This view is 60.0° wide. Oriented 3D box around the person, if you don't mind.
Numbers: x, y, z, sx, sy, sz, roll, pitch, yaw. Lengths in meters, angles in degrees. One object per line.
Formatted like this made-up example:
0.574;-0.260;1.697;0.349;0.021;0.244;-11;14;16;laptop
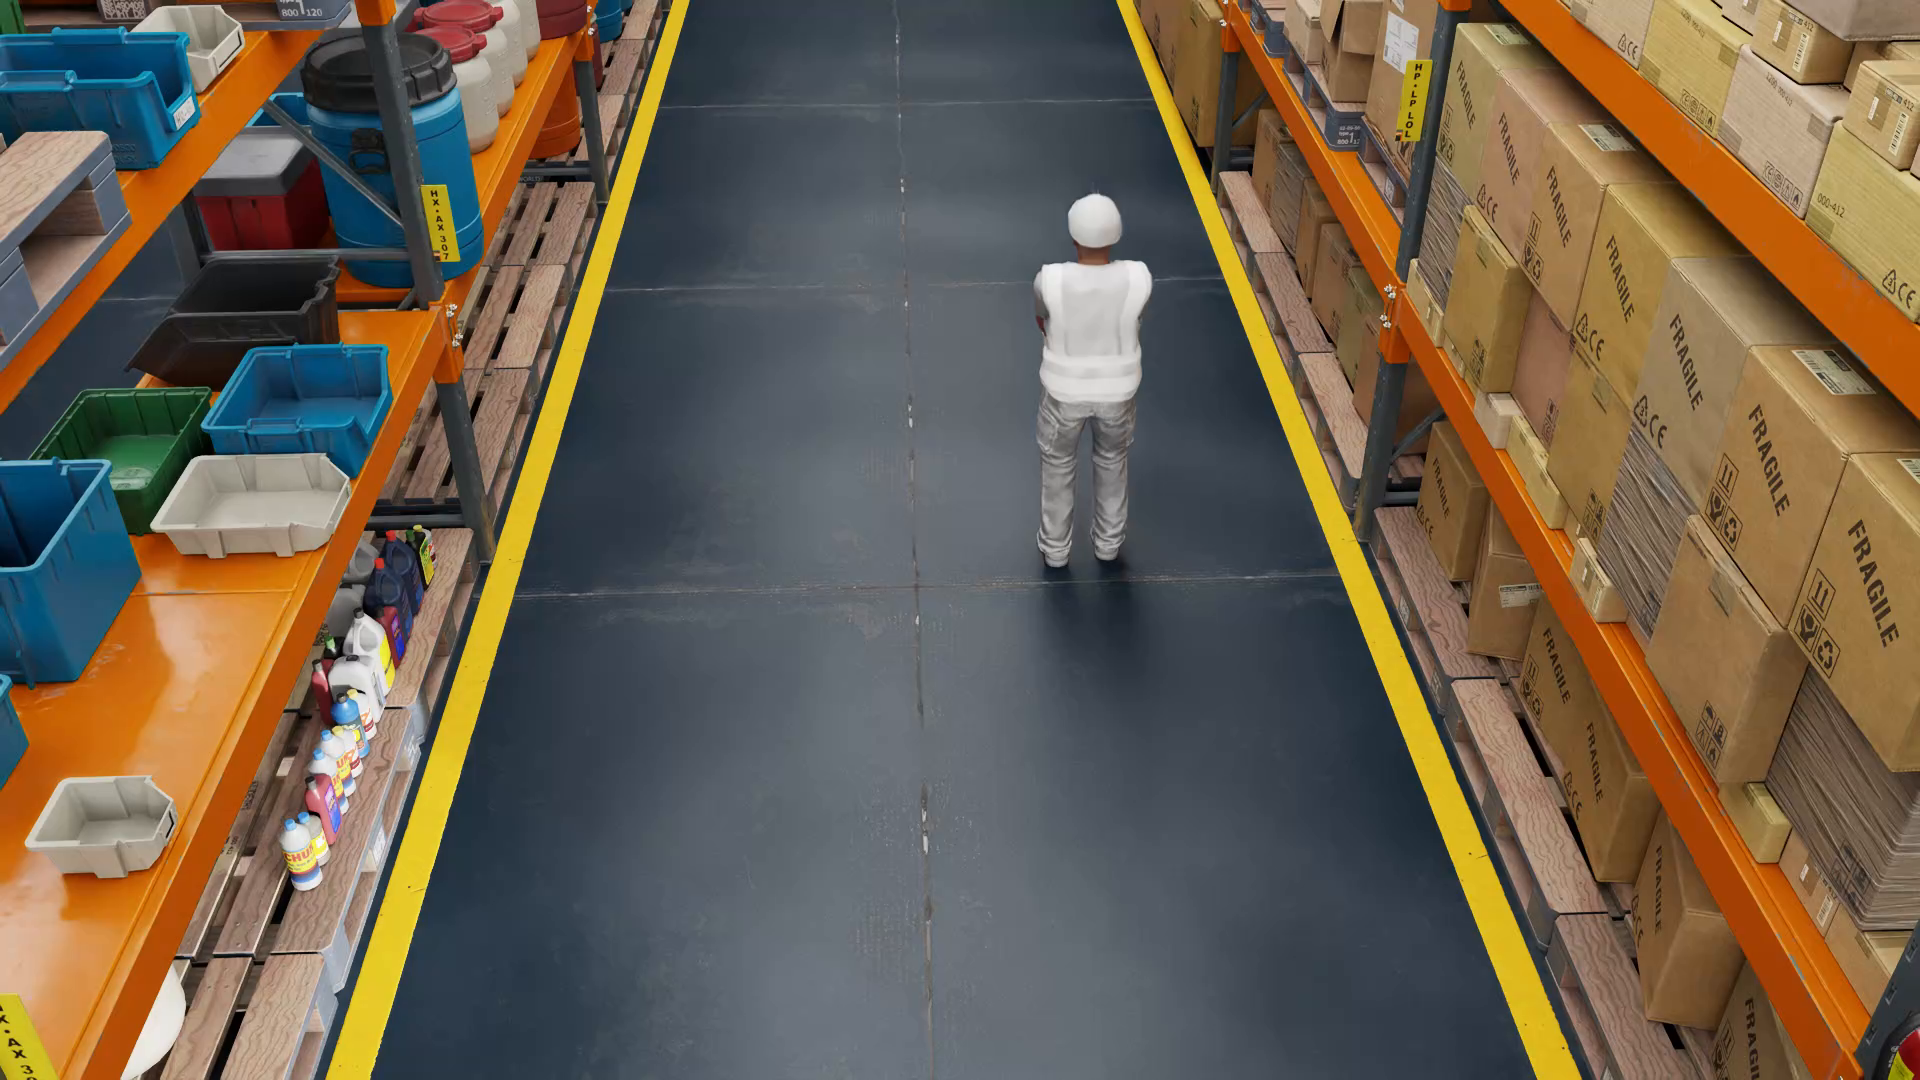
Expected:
0.537;-0.712;7.152;0.487;1.778;0.575;-1;35;-2;person
